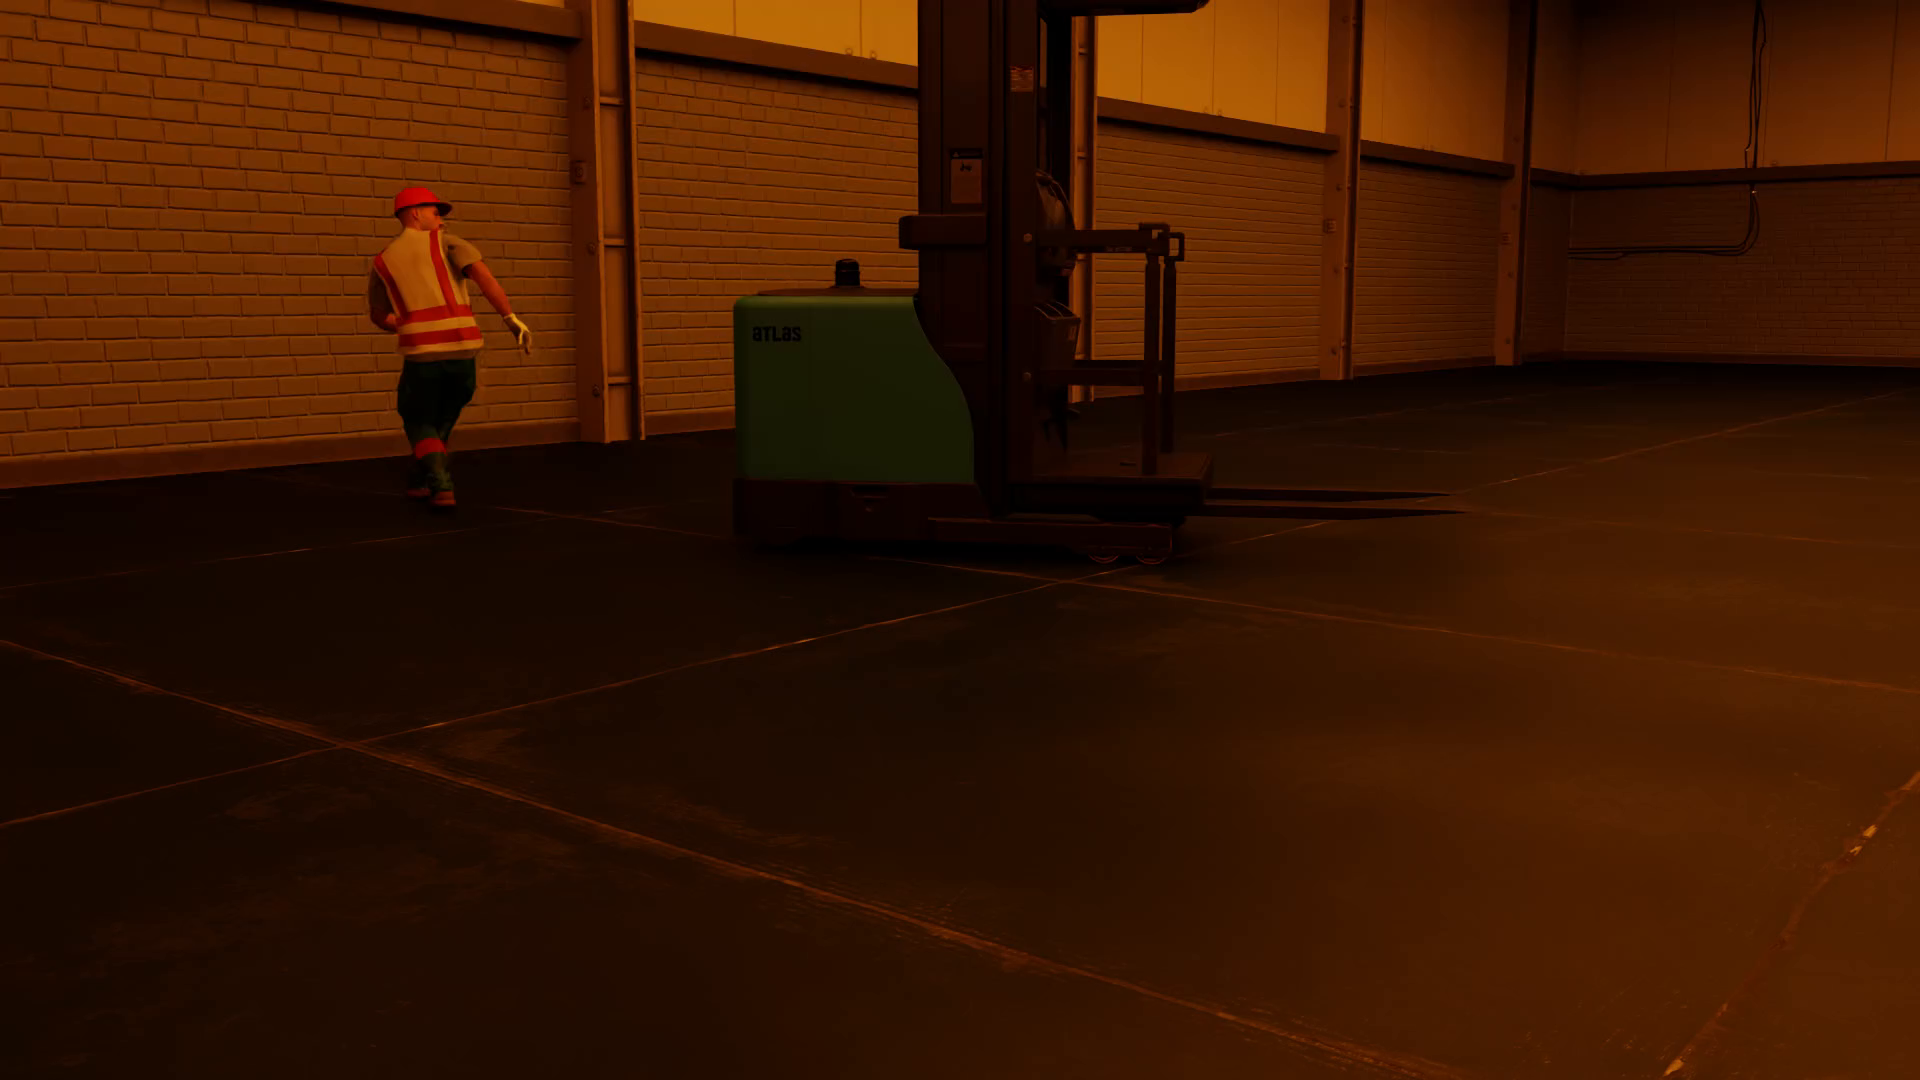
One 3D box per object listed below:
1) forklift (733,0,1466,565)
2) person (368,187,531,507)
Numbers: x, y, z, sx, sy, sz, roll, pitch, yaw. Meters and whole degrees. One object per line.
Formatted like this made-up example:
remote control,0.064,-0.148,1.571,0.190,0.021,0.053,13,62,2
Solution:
forklift,0.599,-1.433,7.077,3.031,2.935,1.130,2,8,11
person,-2.630,-0.995,8.598,0.803,1.629,0.816,-2,9,-14
